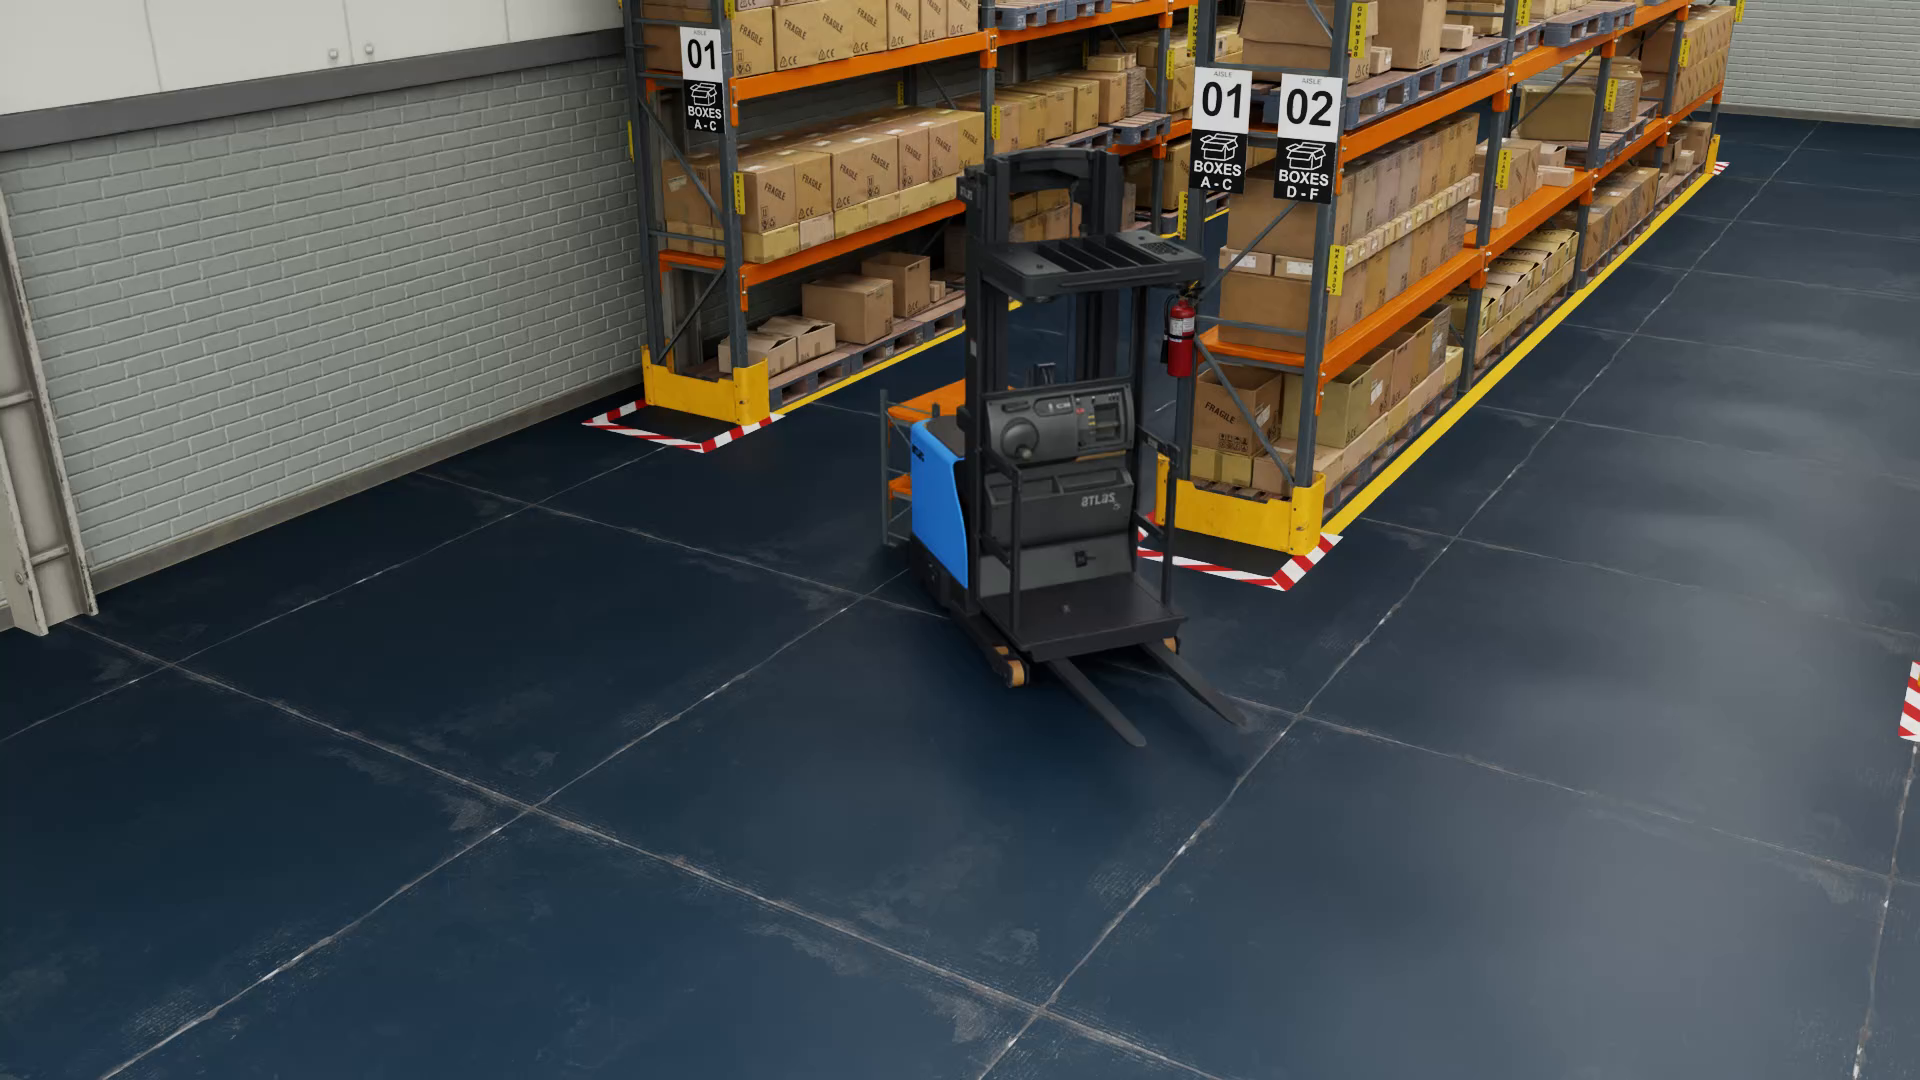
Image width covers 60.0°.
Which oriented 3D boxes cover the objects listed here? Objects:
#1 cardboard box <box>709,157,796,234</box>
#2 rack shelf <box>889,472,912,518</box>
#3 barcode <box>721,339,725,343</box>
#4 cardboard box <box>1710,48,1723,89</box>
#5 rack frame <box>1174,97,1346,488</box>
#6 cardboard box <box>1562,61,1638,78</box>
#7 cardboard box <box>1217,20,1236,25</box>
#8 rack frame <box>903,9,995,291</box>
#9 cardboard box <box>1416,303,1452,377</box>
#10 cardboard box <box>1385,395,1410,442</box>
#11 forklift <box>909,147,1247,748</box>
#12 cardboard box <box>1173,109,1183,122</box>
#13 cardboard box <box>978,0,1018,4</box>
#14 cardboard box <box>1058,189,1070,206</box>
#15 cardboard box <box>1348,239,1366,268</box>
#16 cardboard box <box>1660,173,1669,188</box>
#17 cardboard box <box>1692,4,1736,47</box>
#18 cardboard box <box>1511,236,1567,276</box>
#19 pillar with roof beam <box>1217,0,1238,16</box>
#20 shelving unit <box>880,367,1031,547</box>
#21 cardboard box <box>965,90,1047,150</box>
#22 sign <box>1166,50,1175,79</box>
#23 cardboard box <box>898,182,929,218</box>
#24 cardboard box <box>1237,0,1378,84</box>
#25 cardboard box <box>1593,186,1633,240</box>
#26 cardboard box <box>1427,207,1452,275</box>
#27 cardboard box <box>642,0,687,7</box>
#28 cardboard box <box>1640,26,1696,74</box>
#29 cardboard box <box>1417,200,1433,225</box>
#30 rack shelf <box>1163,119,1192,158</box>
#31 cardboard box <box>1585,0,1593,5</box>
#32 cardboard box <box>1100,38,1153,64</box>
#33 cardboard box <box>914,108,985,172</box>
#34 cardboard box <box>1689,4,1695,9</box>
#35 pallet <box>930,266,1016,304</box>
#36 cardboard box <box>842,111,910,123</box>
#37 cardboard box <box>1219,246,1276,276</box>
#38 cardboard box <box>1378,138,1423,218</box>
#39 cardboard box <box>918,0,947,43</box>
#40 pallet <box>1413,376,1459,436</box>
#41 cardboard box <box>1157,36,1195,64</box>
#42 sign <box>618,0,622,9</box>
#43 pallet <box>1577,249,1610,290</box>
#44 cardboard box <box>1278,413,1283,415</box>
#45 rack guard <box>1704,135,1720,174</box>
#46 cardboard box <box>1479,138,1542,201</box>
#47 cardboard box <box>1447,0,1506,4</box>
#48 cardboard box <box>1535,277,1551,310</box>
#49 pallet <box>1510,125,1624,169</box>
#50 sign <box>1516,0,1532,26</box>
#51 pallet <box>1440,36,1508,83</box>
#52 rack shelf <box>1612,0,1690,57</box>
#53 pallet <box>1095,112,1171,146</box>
[{"bbox_3d":[-1.718,-2.865,13.812,0.500,0.500,0.500,14,27,29],"label":"cardboard box"},{"bbox_3d":[-0.022,-0.374,11.814,0.538,0.278,1.000,18,29,35],"label":"rack shelf"},{"bbox_3d":[-2.114,-1.759,14.857,0.001,0.075,0.075,14,27,29],"label":"barcode"},{"bbox_3d":[10.149,-6.507,22.880,0.500,0.500,0.500,14,27,29],"label":"cardboard box"},{"bbox_3d":[1.985,-1.445,11.313,1.000,3.000,0.127,14,27,29],"label":"rack frame"},{"bbox_3d":[7.566,-5.376,19.738,0.700,0.500,0.500,19,30,37],"label":"cardboard box"},{"bbox_3d":[3.370,-6.789,22.188,0.500,0.250,0.500,14,27,30],"label":"cardboard box"},{"bbox_3d":[-0.116,-3.832,16.827,1.000,3.000,0.127,14,27,29],"label":"rack frame"},{"bbox_3d":[3.762,-1.702,13.894,0.500,0.500,0.500,14,27,29],"label":"cardboard box"},{"bbox_3d":[3.249,-1.017,13.255,0.500,0.250,0.500,14,27,29],"label":"cardboard box"},{"bbox_3d":[0.675,-0.666,9.600,1.130,2.935,3.031,-9,25,-20],"label":"forklift"},{"bbox_3d":[2.505,-5.222,20.328,0.380,0.149,0.250,14,27,30],"label":"cardboard box"},{"bbox_3d":[0.241,-5.615,16.515,0.500,0.500,0.500,18,30,36],"label":"cardboard box"},{"bbox_3d":[1.038,-3.973,18.802,0.500,0.250,0.500,14,27,29],"label":"cardboard box"},{"bbox_3d":[2.645,-2.050,11.767,0.380,0.149,0.250,14,27,29],"label":"cardboard box"},{"bbox_3d":[9.168,-4.788,22.046,0.380,0.166,0.250,14,27,29],"label":"cardboard box"},{"bbox_3d":[10.424,-7.142,23.089,0.500,0.500,0.500,14,27,29],"label":"cardboard box"},{"bbox_3d":[5.869,-2.929,16.966,0.500,0.311,0.500,13,27,28],"label":"cardboard box"},{"bbox_3d":[7.396,-8.801,20.753,9.100,9.000,0.400,14,27,29],"label":"pillar with roof beam"},{"bbox_3d":[-0.022,-0.598,11.716,0.538,1.125,1.048,18,29,35],"label":"shelving unit"},{"bbox_3d":[0.483,-4.432,17.532,0.700,0.500,0.500,17,29,34],"label":"cardboard box"},{"bbox_3d":[2.460,-5.567,19.476,0.100,0.325,0.005,14,27,29],"label":"sign"},{"bbox_3d":[-0.630,-3.210,15.553,0.500,0.250,0.500,14,27,29],"label":"cardboard box"},{"bbox_3d":[2.292,-3.319,11.031,0.797,0.503,0.637,16,28,33],"label":"cardboard box"},{"bbox_3d":[7.499,-3.817,19.385,0.500,0.500,0.500,13,27,27],"label":"cardboard box"},{"bbox_3d":[3.593,-2.511,13.649,0.700,0.500,0.500,14,27,28],"label":"cardboard box"},{"bbox_3d":[-2.220,-4.573,13.353,0.500,0.500,0.500,15,28,31],"label":"cardboard box"},{"bbox_3d":[8.802,-6.100,20.682,0.500,0.500,0.500,15,27,30],"label":"cardboard box"},{"bbox_3d":[3.462,-2.574,12.978,0.380,0.149,0.250,15,27,30],"label":"cardboard box"},{"bbox_3d":[3.049,-5.527,21.648,1.077,0.370,4.000,14,27,29],"label":"rack shelf"},{"bbox_3d":[6.013,-5.481,16.520,0.500,0.250,0.500,12,26,25],"label":"cardboard box"},{"bbox_3d":[2.013,-5.925,20.193,0.500,0.250,0.500,15,27,30],"label":"cardboard box"},{"bbox_3d":[-0.102,-3.892,16.185,0.500,0.500,0.500,14,27,29],"label":"cardboard box"},{"bbox_3d":[9.967,-7.256,23.351,0.500,0.500,0.500,15,27,31],"label":"cardboard box"},{"bbox_3d":[0.294,-2.816,17.988,1.003,0.211,1.213,14,27,29],"label":"pallet"},{"bbox_3d":[-0.817,-3.828,16.037,0.500,0.500,0.500,14,27,29],"label":"cardboard box"},{"bbox_3d":[2.025,-1.958,11.555,0.380,0.149,0.250,13,27,28],"label":"cardboard box"},{"bbox_3d":[3.072,-2.777,12.631,0.700,0.500,0.500,14,27,29],"label":"cardboard box"},{"bbox_3d":[-0.450,-4.874,15.306,0.500,0.500,0.500,11,26,25],"label":"cardboard box"},{"bbox_3d":[3.640,-1.256,14.386,1.003,0.211,1.213,14,27,29],"label":"pallet"},{"bbox_3d":[2.736,-5.999,20.362,0.500,0.250,0.500,13,27,28],"label":"cardboard box"},{"bbox_3d":[-2.686,-4.388,13.221,0.100,0.325,0.005,14,27,29],"label":"sign"},{"bbox_3d":[6.631,-3.110,18.668,1.003,0.211,1.213,14,27,29],"label":"pallet"},{"bbox_3d":[2.533,-0.960,13.123,0.500,0.250,0.500,14,27,29],"label":"cardboard box"},{"bbox_3d":[10.385,-5.673,24.225,1.175,0.500,0.348,14,27,29],"label":"rack guard"},{"bbox_3d":[5.334,-3.622,16.214,0.500,0.500,0.500,12,26,26],"label":"cardboard box"},{"bbox_3d":[4.454,-4.840,14.095,0.500,0.500,0.500,14,27,30],"label":"cardboard box"},{"bbox_3d":[5.598,-2.504,16.691,0.500,0.250,0.500,15,27,30],"label":"cardboard box"},{"bbox_3d":[6.503,-4.301,18.151,1.213,0.211,1.003,14,27,29],"label":"pallet"},{"bbox_3d":[4.567,-4.330,13.450,0.100,0.325,0.005,14,27,29],"label":"sign"},{"bbox_3d":[3.667,-3.838,13.176,1.003,0.211,1.213,14,27,29],"label":"pallet"},{"bbox_3d":[7.260,-5.867,18.657,1.077,0.370,4.000,14,27,29],"label":"rack shelf"},{"bbox_3d":[1.709,-4.831,19.376,1.213,0.211,1.003,14,27,29],"label":"pallet"}]
